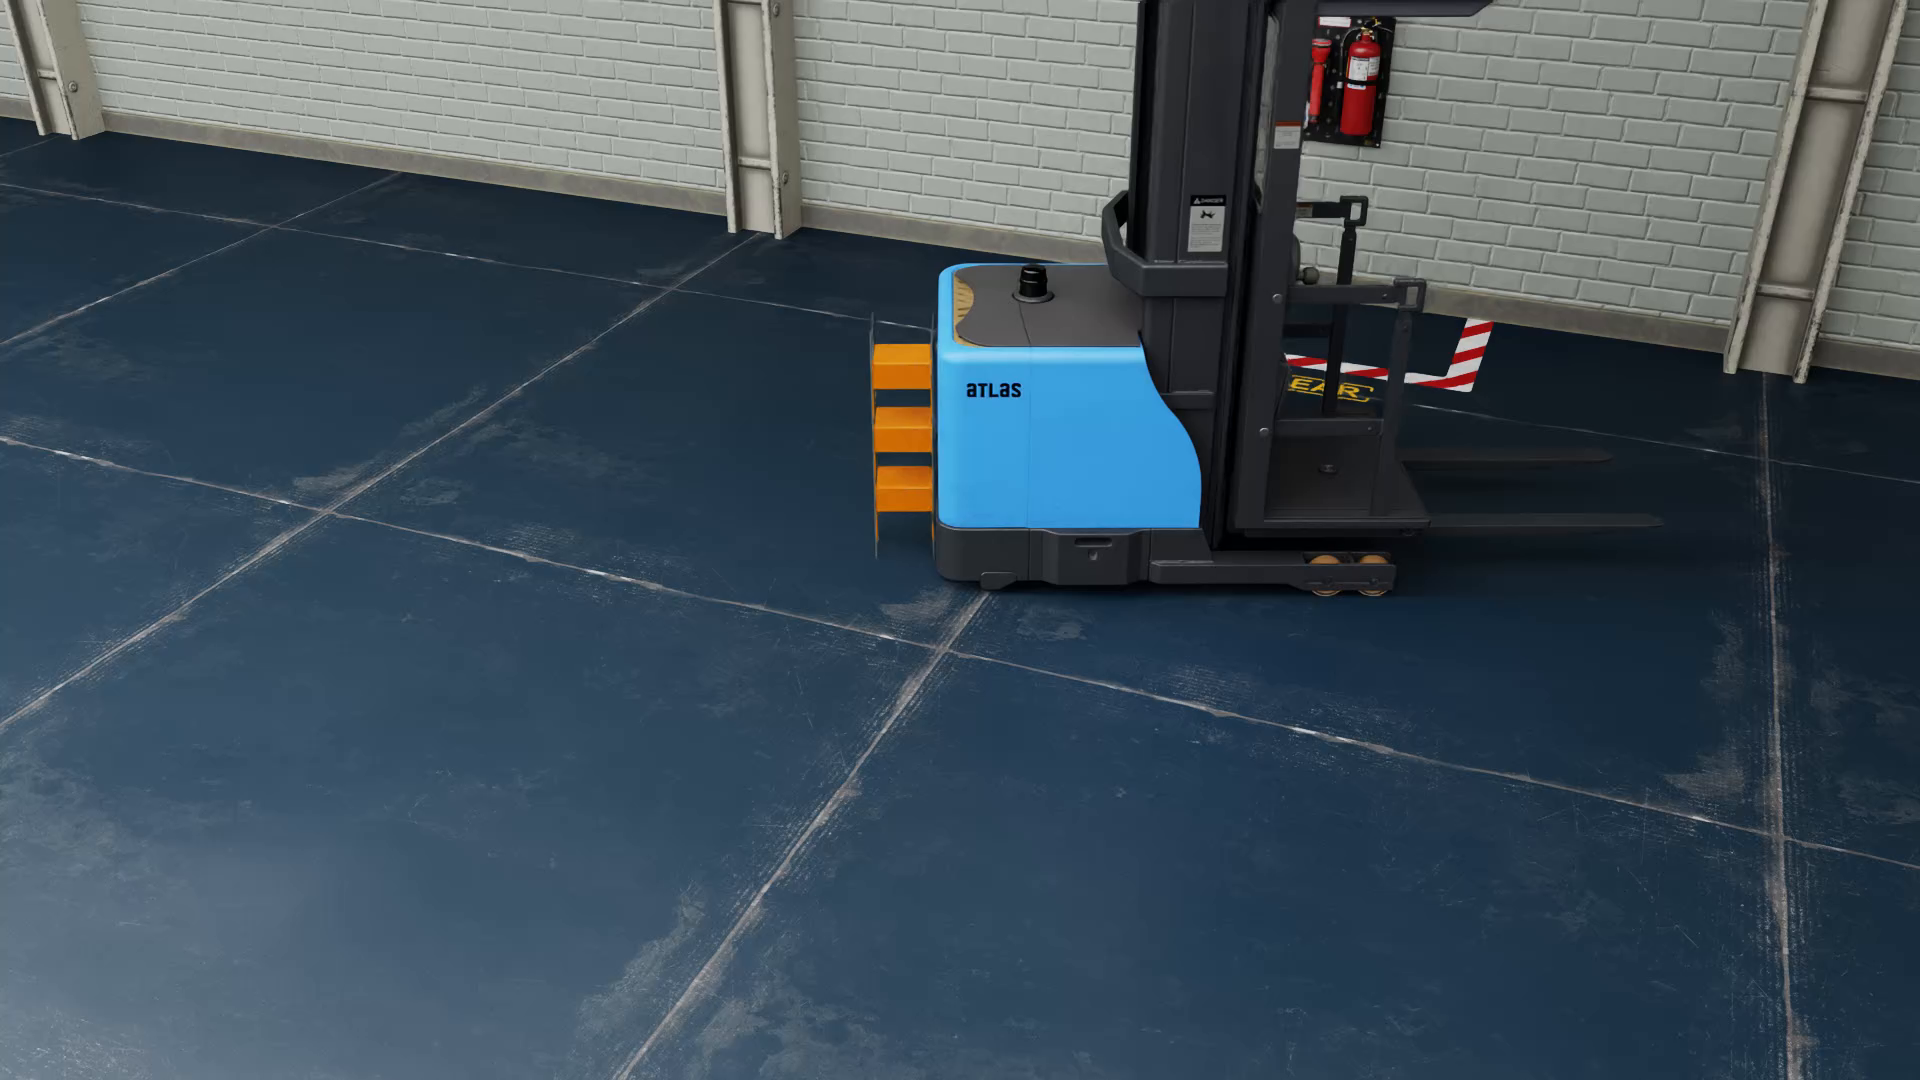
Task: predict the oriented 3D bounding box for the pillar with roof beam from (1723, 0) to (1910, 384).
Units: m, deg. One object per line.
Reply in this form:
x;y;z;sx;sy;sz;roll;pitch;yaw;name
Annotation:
2.676;-2.878;3.197;0.400;9.000;9.100;11;31;19;pillar with roof beam

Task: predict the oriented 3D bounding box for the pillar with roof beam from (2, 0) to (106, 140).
-8.443;-5.098;7.125;0.400;9.000;9.100;11;31;19;pillar with roof beam

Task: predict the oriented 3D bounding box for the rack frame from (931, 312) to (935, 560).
-0.112;-0.420;6.926;0.008;1.050;0.200;0;29;0;rack frame

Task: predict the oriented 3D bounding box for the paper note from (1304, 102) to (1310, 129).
1.881;-2.385;9.316;0.142;0.148;0.016;11;31;19;paper note

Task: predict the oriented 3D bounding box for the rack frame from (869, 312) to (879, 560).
-0.356;-0.419;6.925;0.008;1.050;0.200;0;29;0;rack frame

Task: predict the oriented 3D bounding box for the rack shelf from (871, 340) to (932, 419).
-0.234;-0.657;6.791;0.240;0.259;0.215;0;29;0;rack shelf

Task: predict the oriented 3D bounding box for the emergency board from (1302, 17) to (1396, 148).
2.019;-2.704;8.985;0.643;1.169;0.194;11;31;19;emergency board

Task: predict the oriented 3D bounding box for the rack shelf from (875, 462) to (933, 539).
-0.234;-0.168;7.067;0.240;0.259;0.215;0;29;0;rack shelf

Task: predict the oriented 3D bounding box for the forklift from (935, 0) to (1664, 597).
1.413;-1.307;6.583;3.031;2.935;1.130;0;29;0;forklift

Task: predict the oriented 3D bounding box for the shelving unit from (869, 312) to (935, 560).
-0.234;-0.420;6.926;0.252;1.050;0.215;0;29;0;shelving unit

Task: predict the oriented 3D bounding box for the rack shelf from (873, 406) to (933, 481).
-0.234;-0.410;6.931;0.240;0.259;0.215;0;29;0;rack shelf

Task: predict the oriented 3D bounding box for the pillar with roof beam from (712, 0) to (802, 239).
-2.884;-3.988;5.161;0.400;9.000;9.100;11;31;19;pillar with roof beam
